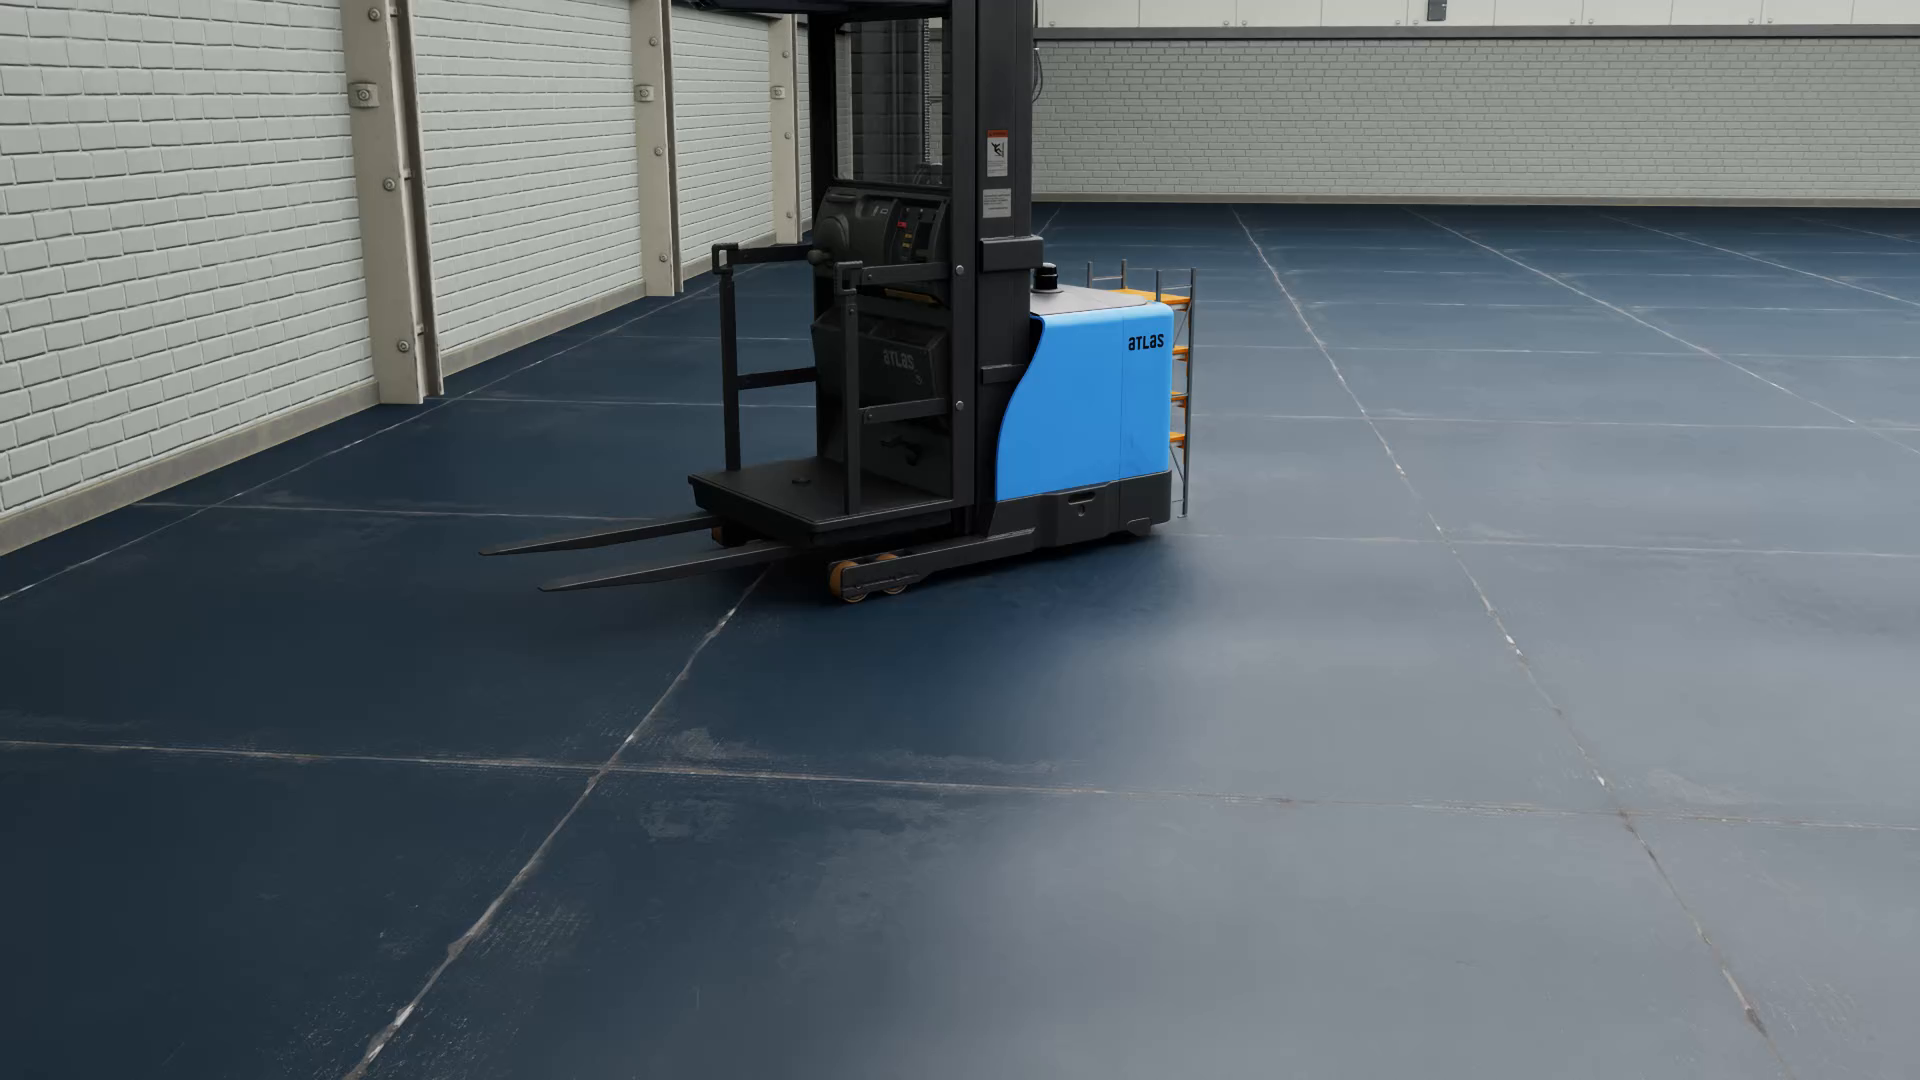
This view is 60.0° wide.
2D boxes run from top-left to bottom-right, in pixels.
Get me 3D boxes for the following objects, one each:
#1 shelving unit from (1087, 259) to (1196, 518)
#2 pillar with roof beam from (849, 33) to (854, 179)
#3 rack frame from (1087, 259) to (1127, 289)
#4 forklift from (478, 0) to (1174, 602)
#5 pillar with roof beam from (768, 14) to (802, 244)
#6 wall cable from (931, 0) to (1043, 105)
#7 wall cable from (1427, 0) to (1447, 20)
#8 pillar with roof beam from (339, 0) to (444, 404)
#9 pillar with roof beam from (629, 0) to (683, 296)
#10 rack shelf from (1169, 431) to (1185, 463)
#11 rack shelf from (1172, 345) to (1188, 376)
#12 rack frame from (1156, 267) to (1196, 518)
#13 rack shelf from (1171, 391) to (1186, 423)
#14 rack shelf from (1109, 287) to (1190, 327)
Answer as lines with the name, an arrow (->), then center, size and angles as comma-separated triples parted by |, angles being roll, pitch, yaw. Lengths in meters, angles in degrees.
shelving unit -> 0.861, -0.728, 8.057 | 0.258, 1.200, 0.503 | -11, 19, -35
pillar with roof beam -> 2.609, -9.840, 26.814 | 9.100, 9.000, 0.400 | 2, 15, 6
rack frame -> 0.717, -0.780, 8.248 | 0.240, 1.200, 0.015 | -11, 19, -35
forklift -> -0.509, -1.318, 6.921 | 3.031, 2.935, 1.130 | -11, 19, -35
pillar with roof beam -> 1.932, -8.284, 21.059 | 9.100, 9.000, 0.400 | 2, 15, 6
wall cable -> -0.023, -9.193, 30.370 | 3.097, 2.526, 0.112 | 2, 15, 6
wall cable -> 9.408, -12.050, 28.471 | 2.305, 6.003, 0.169 | 2, 15, 6
pillar with roof beam -> 0.578, -5.172, 9.549 | 9.100, 9.000, 0.400 | 2, 15, 6
pillar with roof beam -> 1.255, -6.728, 15.304 | 9.100, 9.000, 0.400 | 2, 15, 6
rack shelf -> 0.861, -0.472, 8.127 | 0.258, 0.148, 0.480 | -11, 19, -35
rack shelf -> 0.861, -0.879, 8.017 | 0.258, 0.148, 0.480 | -11, 19, -35
rack frame -> 1.005, -0.677, 7.867 | 0.240, 1.200, 0.015 | -11, 19, -35
rack shelf -> 0.861, -0.664, 8.075 | 0.258, 0.148, 0.480 | -11, 19, -35
rack shelf -> 0.861, -1.108, 7.955 | 0.258, 0.148, 0.480 | -11, 19, -35
